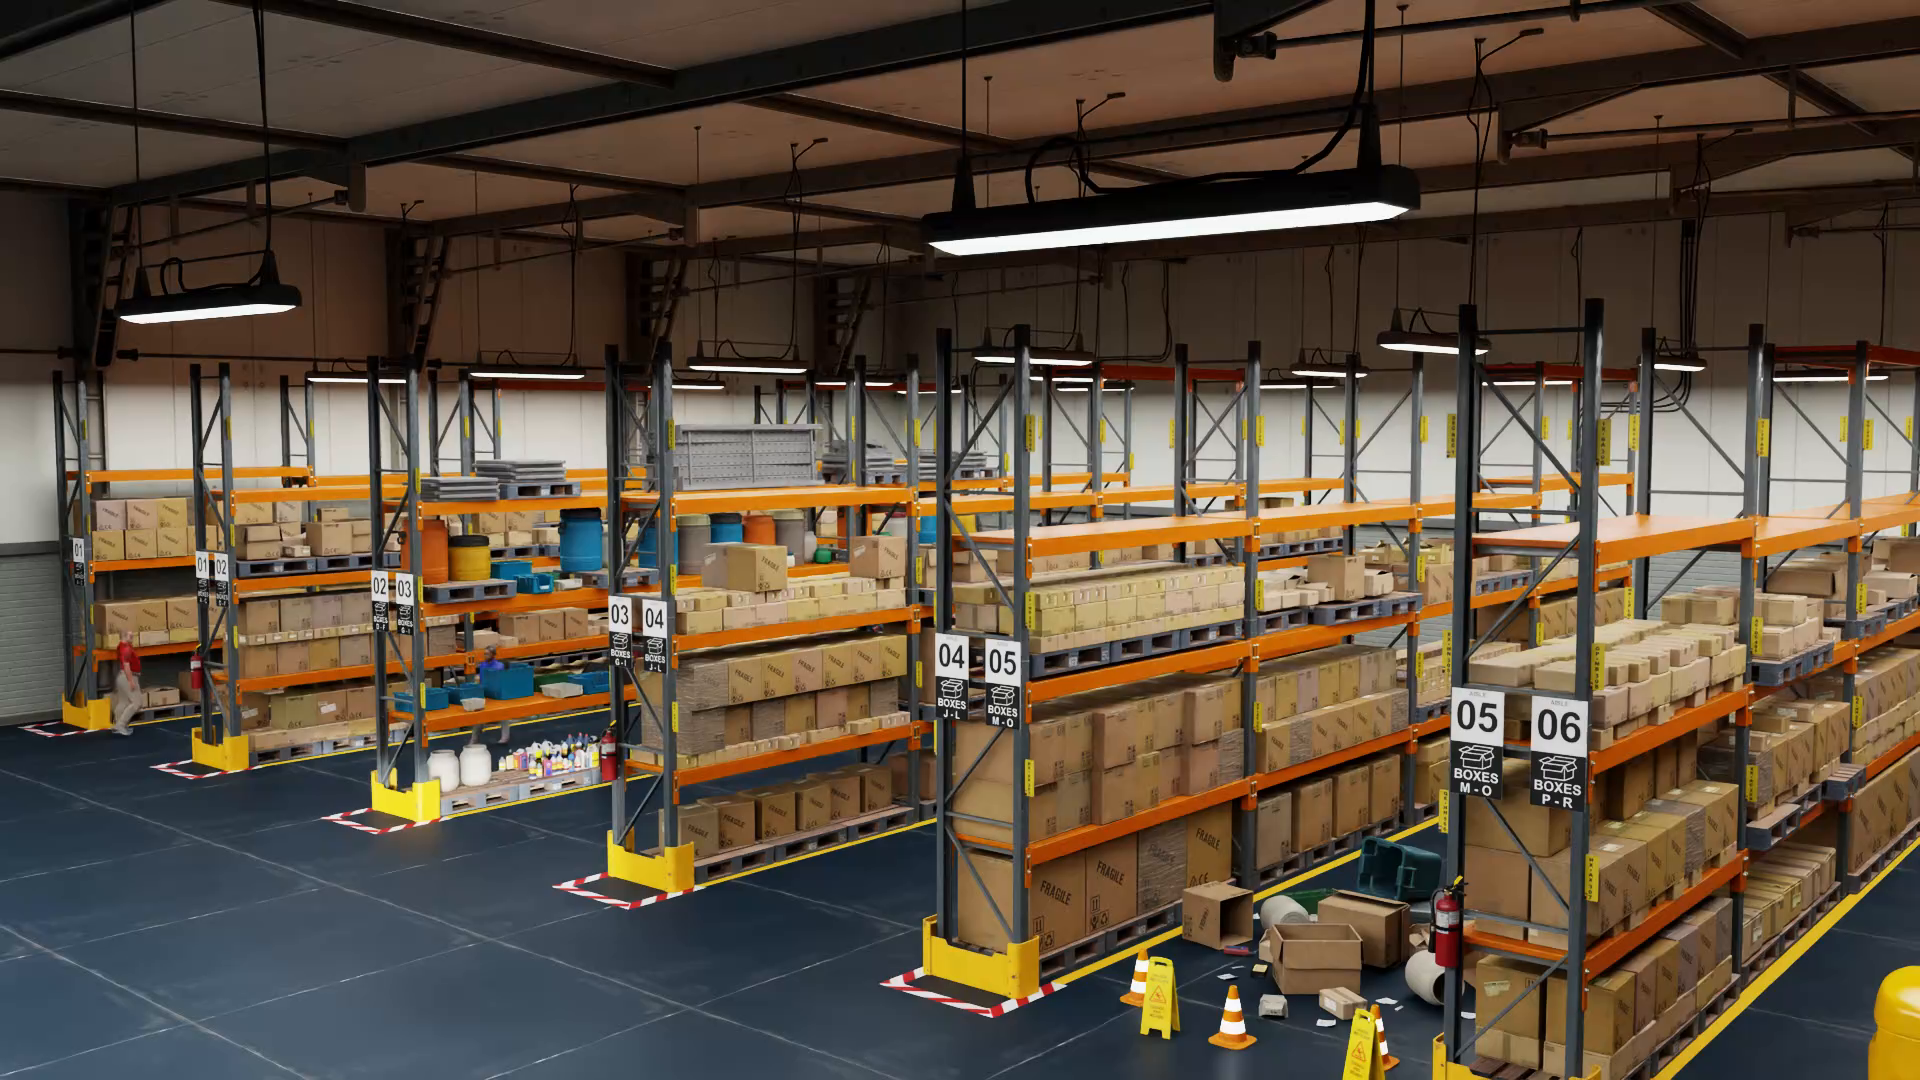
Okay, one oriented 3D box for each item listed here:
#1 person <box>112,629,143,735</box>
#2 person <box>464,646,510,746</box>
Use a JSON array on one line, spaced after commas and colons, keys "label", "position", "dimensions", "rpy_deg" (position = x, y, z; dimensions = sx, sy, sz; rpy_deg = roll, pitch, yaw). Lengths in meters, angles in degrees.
[{"label": "person", "position": [-13.684, 2.327, 27.280], "dimensions": [0.458, 1.714, 0.640], "rpy_deg": [-3, 5, -35]}, {"label": "person", "position": [-7.403, 2.454, 26.135], "dimensions": [0.482, 1.599, 1.020], "rpy_deg": [1, 4, 7]}]
